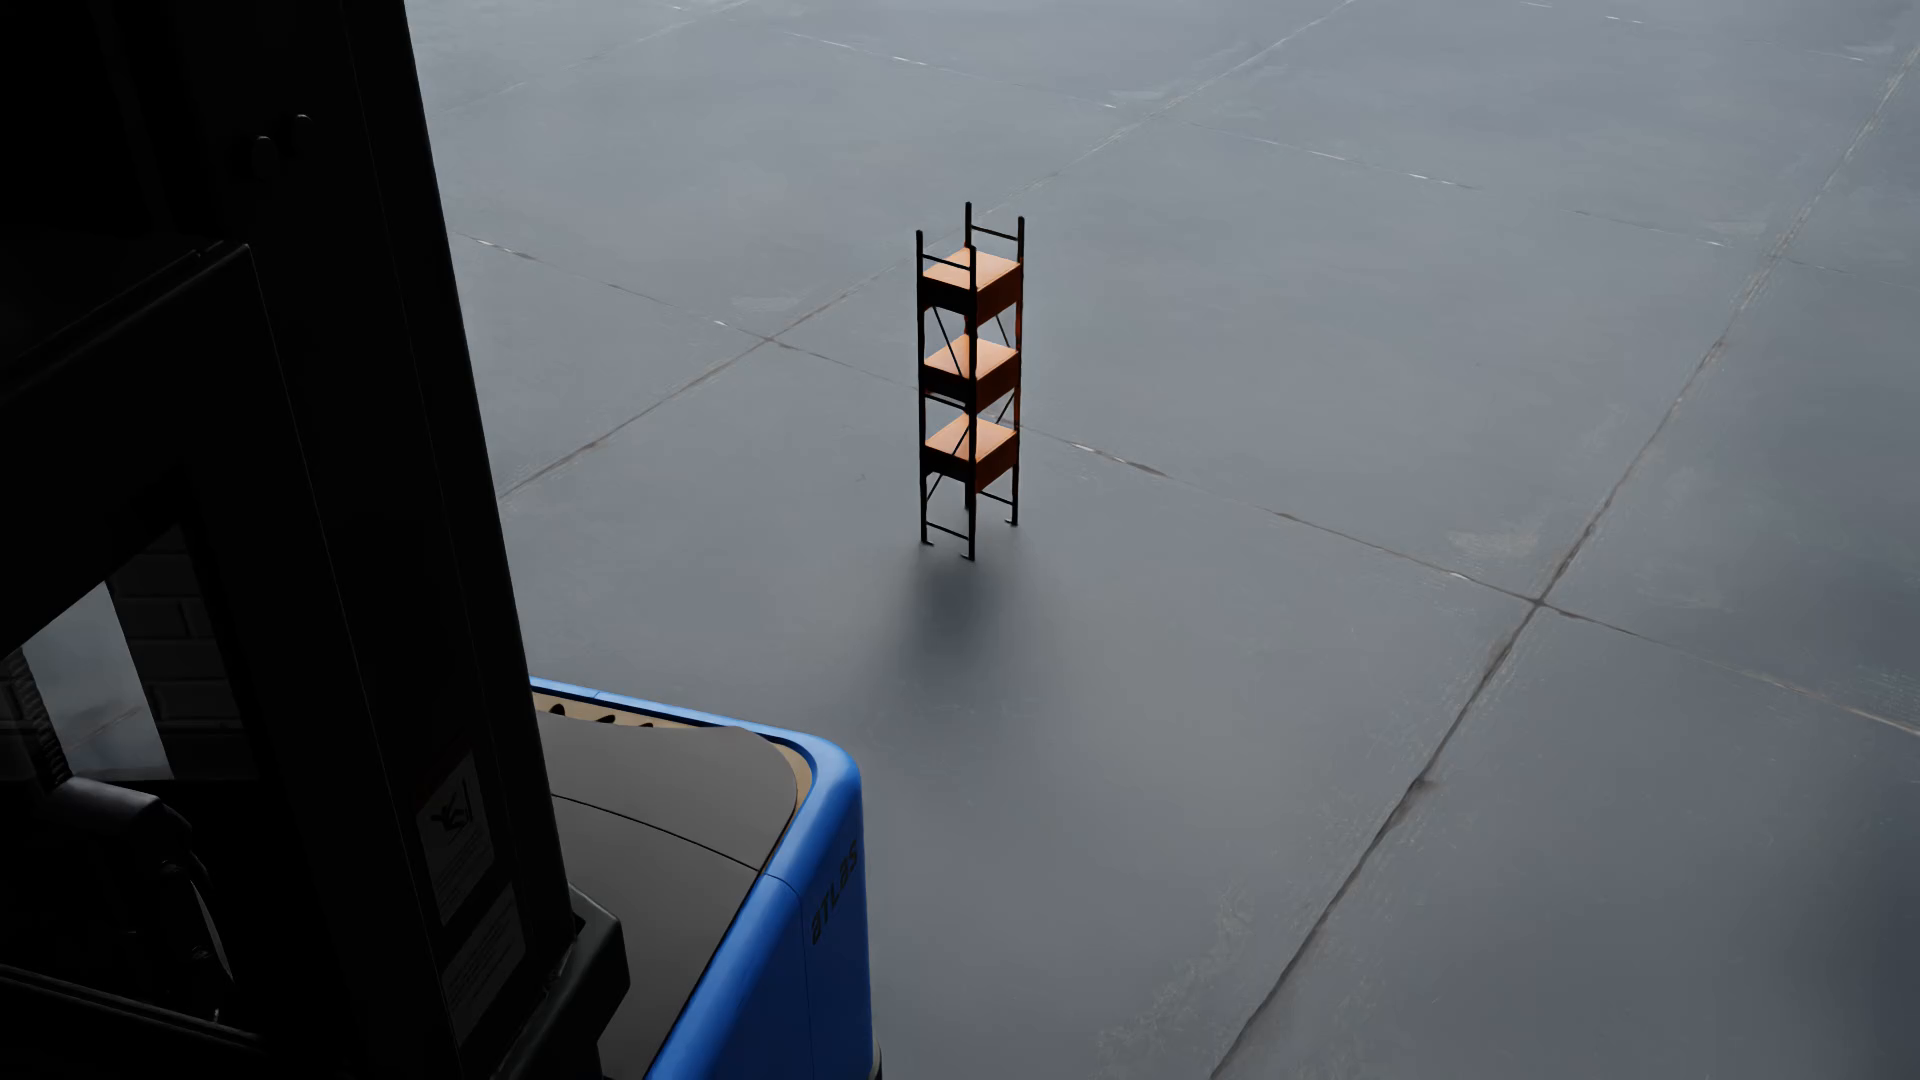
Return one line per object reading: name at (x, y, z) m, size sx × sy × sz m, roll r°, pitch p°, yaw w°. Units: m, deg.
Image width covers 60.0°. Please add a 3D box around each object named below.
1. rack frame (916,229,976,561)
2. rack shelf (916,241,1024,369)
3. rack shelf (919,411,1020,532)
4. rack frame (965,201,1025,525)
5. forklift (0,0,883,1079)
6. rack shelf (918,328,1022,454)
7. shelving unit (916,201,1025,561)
rack frame at (-0.039, -0.403, 4.909) m, size 0.200 × 1.050 × 0.008 m, roll 21°, pitch 39°, yaw 28°
rack shelf at (0.031, -0.686, 4.839) m, size 0.215 × 0.259 × 0.240 m, roll 21°, pitch 39°, yaw 28°
rack shelf at (0.031, -0.221, 5.154) m, size 0.215 × 0.259 × 0.240 m, roll 21°, pitch 39°, yaw 28°
rack frame at (0.100, -0.516, 5.075) m, size 0.200 × 1.050 × 0.008 m, roll 21°, pitch 39°, yaw 28°
forklift at (-1.075, 0.728, 1.556) m, size 1.130 × 2.935 × 3.031 m, roll 10°, pitch 35°, yaw 14°
rack shelf at (0.031, -0.451, 4.998) m, size 0.215 × 0.259 × 0.240 m, roll 21°, pitch 39°, yaw 28°
shelving unit at (0.031, -0.460, 4.992) m, size 0.215 × 1.050 × 0.252 m, roll 21°, pitch 39°, yaw 28°
